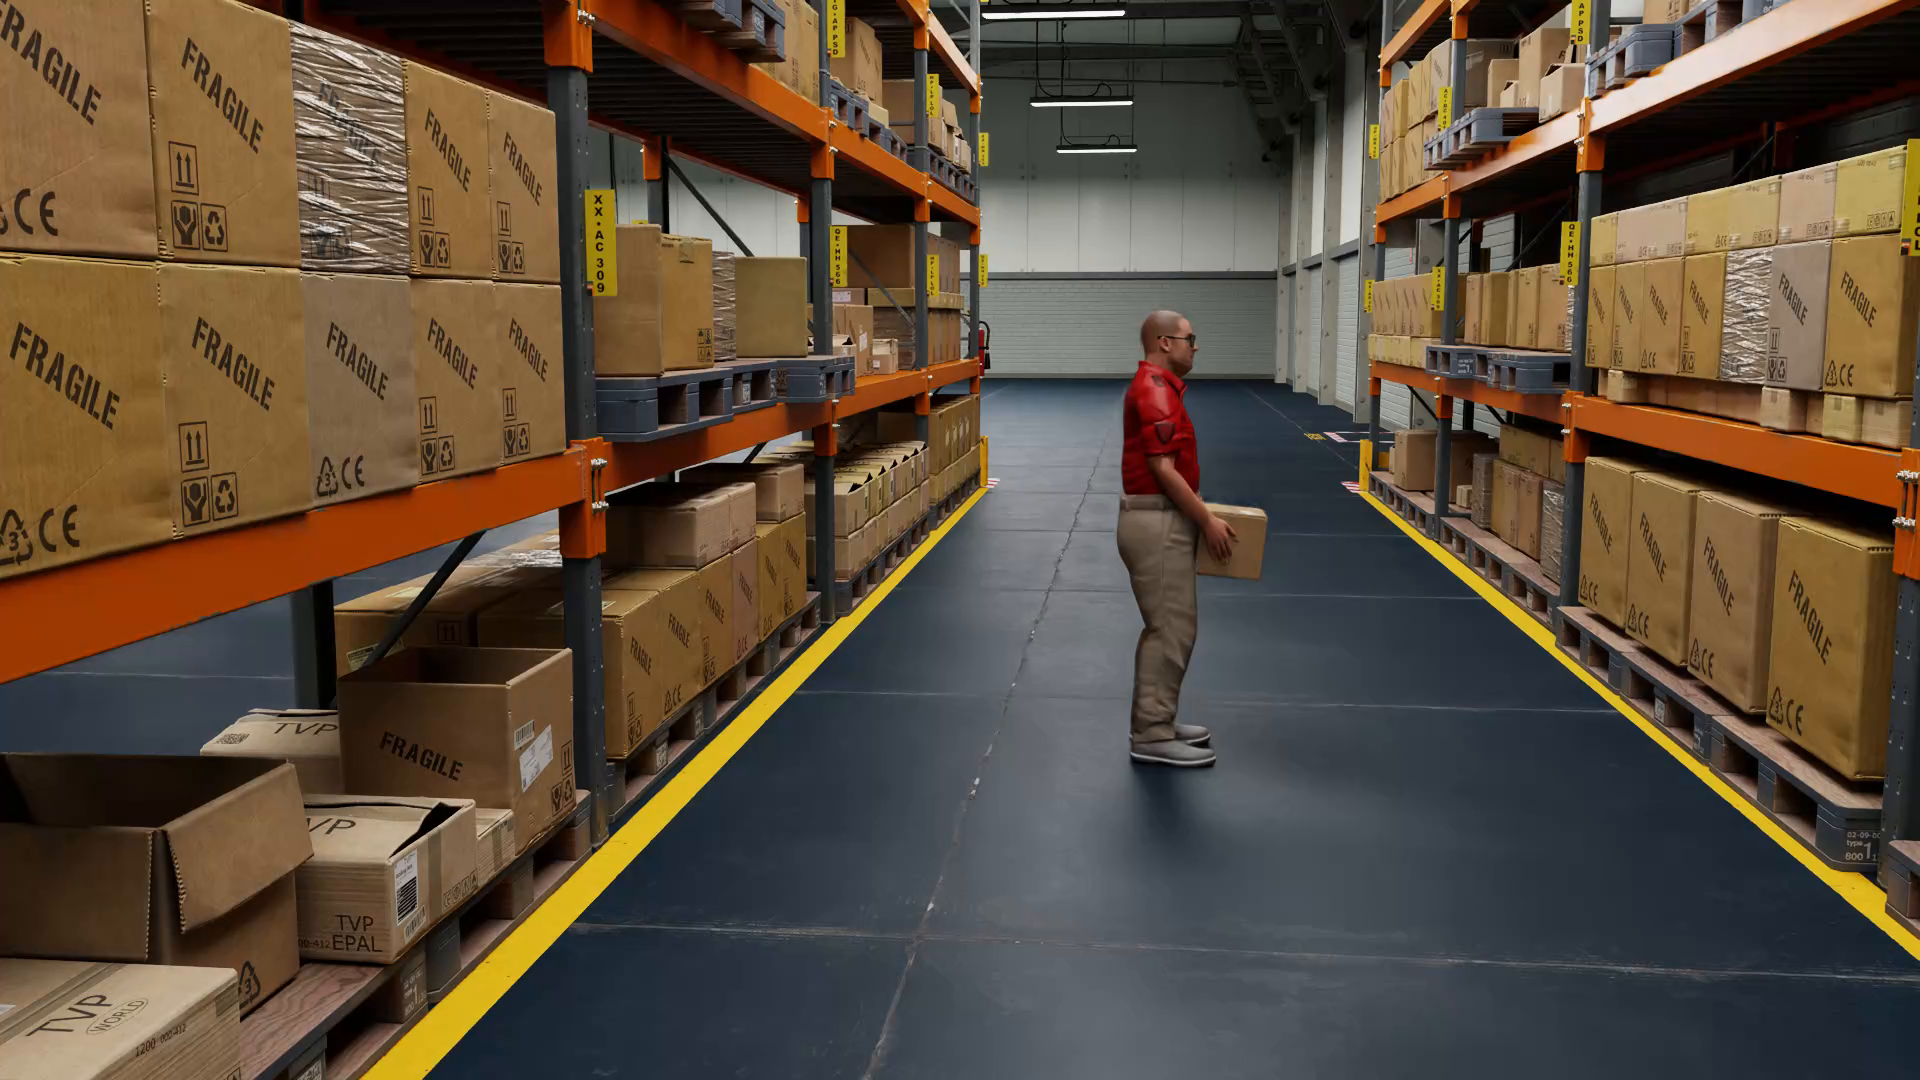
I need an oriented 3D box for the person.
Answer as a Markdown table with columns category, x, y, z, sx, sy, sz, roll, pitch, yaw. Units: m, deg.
| category | x | y | z | sx | sy | sz | roll | pitch | yaw |
| --- | --- | --- | --- | --- | --- | --- | --- | --- | --- |
| person | 0.847 | -0.022 | 6.486 | 0.443 | 1.733 | 0.533 | 1 | 8 | 5 |
